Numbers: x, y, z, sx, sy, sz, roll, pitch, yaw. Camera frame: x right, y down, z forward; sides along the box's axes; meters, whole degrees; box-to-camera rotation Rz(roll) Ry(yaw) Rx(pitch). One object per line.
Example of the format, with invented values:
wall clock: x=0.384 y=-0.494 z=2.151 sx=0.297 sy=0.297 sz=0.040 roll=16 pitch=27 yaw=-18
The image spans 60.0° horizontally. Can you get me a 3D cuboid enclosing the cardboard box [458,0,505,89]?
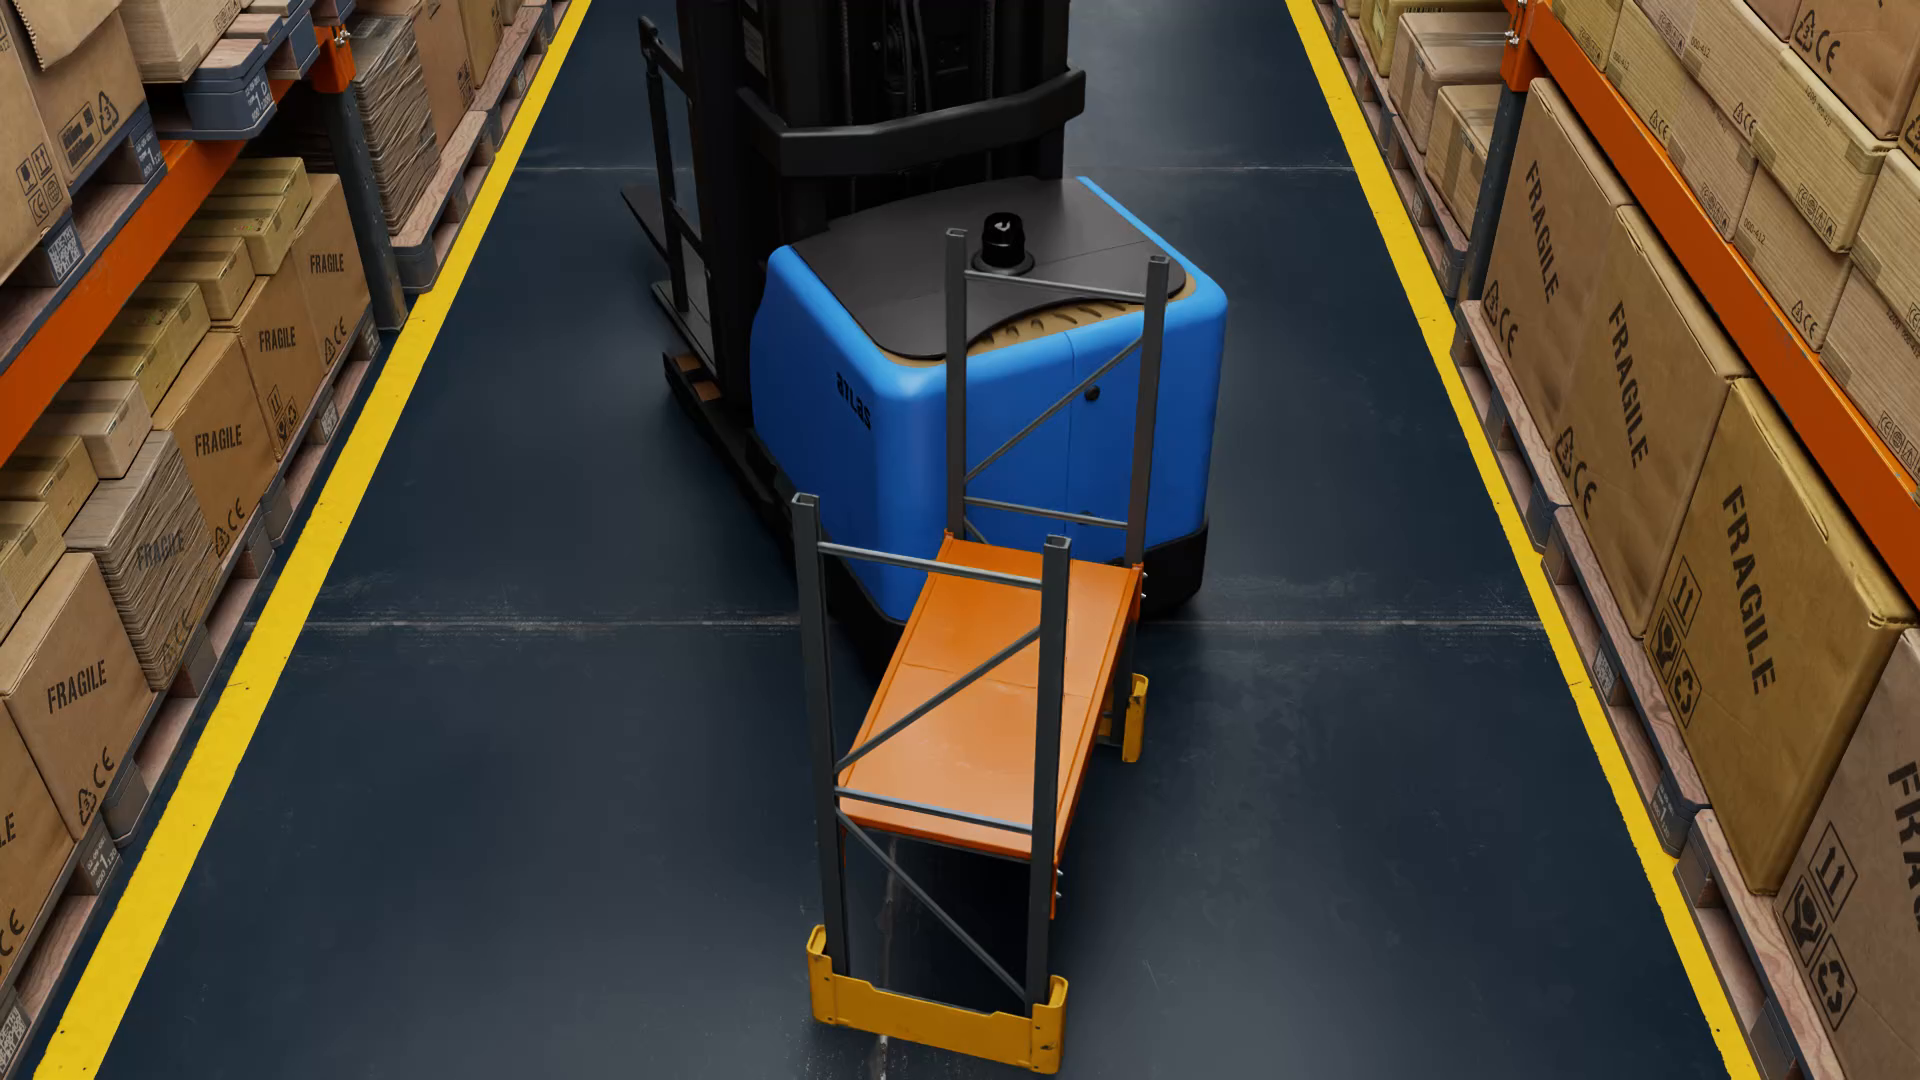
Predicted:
cardboard box: x=-2.588 y=-2.439 z=7.459 sx=0.875 sy=0.625 sz=0.625 roll=-2 pitch=39 yaw=-2

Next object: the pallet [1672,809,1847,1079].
pallet: x=2.301 y=1.119 z=3.685 sx=1.003 sy=0.211 sz=1.213 roll=0 pitch=39 yaw=0

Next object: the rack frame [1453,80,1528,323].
rack frame: x=2.373 y=-1.988 z=5.333 sx=1.000 sy=3.000 sz=0.127 roll=0 pitch=39 yaw=0

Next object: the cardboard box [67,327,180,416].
cardboard box: x=-2.394 y=-0.459 z=4.568 sx=0.380 sy=0.149 sz=0.250 roll=-1 pitch=39 yaw=-1

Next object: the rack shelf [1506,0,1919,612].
rack shelf: x=2.375 y=-0.457 z=3.997 sx=1.077 sy=0.370 sz=4.000 roll=0 pitch=39 yaw=0

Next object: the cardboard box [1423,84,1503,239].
cardboard box: x=2.382 y=-1.480 z=6.464 sx=0.950 sy=0.372 sz=0.625 roll=-2 pitch=39 yaw=-3

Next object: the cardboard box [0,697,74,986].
cardboard box: x=-2.372 y=0.695 z=3.647 sx=0.500 sy=0.500 sz=0.500 roll=-1 pitch=39 yaw=-1

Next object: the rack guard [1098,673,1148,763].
rack guard: x=0.208 y=0.436 z=4.506 sx=0.587 sy=0.250 sz=0.087 roll=10 pitch=40 yaw=12

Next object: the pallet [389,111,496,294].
pallet: x=-2.553 y=-1.409 z=6.840 sx=1.003 sy=0.211 sz=1.213 roll=0 pitch=39 yaw=0

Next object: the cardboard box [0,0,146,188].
cardboard box: x=-2.404 y=-1.166 z=3.888 sx=0.797 sy=0.503 sz=0.637 roll=-1 pitch=39 yaw=-1

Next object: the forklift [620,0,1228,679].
forklift: x=-0.385 y=-1.641 z=4.954 sx=1.130 sy=2.935 sz=3.031 roll=-17 pitch=42 yaw=-20

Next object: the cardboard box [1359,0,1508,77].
cardboard box: x=2.378 y=-2.416 z=7.632 sx=0.950 sy=0.372 sz=0.625 roll=1 pitch=39 yaw=1

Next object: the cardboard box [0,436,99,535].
cardboard box: x=-2.414 y=-0.133 z=4.161 sx=0.380 sy=0.149 sz=0.250 roll=0 pitch=39 yaw=0

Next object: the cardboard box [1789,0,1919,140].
cardboard box: x=2.121 y=-1.160 z=3.419 sx=0.500 sy=0.500 sz=0.500 roll=1 pitch=39 yaw=1

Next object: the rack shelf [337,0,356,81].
rack shelf: x=-2.593 y=-2.953 z=7.111 sx=1.077 sy=0.370 sz=4.000 roll=0 pitch=39 yaw=0

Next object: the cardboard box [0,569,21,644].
cardboard box: x=-2.387 y=0.191 z=3.757 sx=0.380 sy=0.149 sz=0.250 roll=0 pitch=39 yaw=0

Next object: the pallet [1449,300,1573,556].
pallet: x=2.298 y=-0.407 z=5.589 sx=1.003 sy=0.211 sz=1.213 roll=0 pitch=39 yaw=0

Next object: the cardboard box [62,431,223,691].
cardboard box: x=-2.363 y=0.058 z=4.442 sx=0.500 sy=0.500 sz=0.500 roll=-1 pitch=39 yaw=-2

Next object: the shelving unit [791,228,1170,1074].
shelving unit: x=0.077 y=0.249 z=3.740 sx=0.587 sy=1.500 sz=1.083 roll=10 pitch=40 yaw=12

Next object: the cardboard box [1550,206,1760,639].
cardboard box: x=2.287 y=-0.333 z=4.631 sx=0.875 sy=0.875 sz=0.875 roll=0 pitch=39 yaw=1

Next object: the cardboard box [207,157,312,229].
cardboard box: x=-2.337 y=-1.115 z=5.388 sx=0.380 sy=0.149 sz=0.250 roll=-2 pitch=39 yaw=-2

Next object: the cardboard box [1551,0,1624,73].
cardboard box: x=2.122 y=-1.624 z=4.997 sx=0.500 sy=0.250 sz=0.500 roll=-1 pitch=39 yaw=-1

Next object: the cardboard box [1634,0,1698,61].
cardboard box: x=2.126 y=-1.485 z=4.424 sx=0.500 sy=0.250 sz=0.500 roll=1 pitch=39 yaw=1

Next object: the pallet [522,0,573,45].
pallet: x=-2.556 y=-2.935 z=8.744 sx=1.003 sy=0.211 sz=1.213 roll=0 pitch=39 yaw=0

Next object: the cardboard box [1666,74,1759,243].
cardboard box: x=2.135 y=-0.975 z=4.187 sx=0.500 sy=0.250 sz=0.500 roll=1 pitch=39 yaw=1

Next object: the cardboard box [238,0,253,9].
cardboard box: x=-2.207 y=-1.638 z=4.760 sx=0.380 sy=0.149 sz=0.250 roll=1 pitch=39 yaw=1

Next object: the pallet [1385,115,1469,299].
pallet: x=2.373 y=-1.389 z=6.814 sx=1.003 sy=0.211 sz=1.213 roll=0 pitch=39 yaw=0

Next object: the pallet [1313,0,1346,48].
pallet: x=2.370 y=-2.915 z=8.718 sx=1.003 sy=0.211 sz=1.213 roll=0 pitch=39 yaw=0

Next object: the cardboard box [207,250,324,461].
cardboard box: x=-2.385 y=-0.594 z=5.255 sx=0.500 sy=0.500 sz=0.500 roll=-1 pitch=39 yaw=-1

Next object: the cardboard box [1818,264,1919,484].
cardboard box: x=2.144 y=-0.343 z=3.399 sx=0.500 sy=0.250 sz=0.500 roll=-1 pitch=39 yaw=-1

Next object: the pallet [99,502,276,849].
pallet: x=-2.629 y=0.334 z=4.665 sx=1.003 sy=0.211 sz=1.213 roll=0 pitch=39 yaw=0

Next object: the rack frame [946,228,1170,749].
rack frame: x=0.213 y=-0.064 z=4.130 sx=0.500 sy=1.500 sz=0.032 roll=10 pitch=40 yaw=12

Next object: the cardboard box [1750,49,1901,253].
cardboard box: x=2.101 y=-0.856 z=3.639 sx=0.500 sy=0.250 sz=0.500 roll=1 pitch=39 yaw=1

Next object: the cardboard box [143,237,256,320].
cardboard box: x=-2.350 y=-0.780 z=4.969 sx=0.380 sy=0.149 sz=0.250 roll=-1 pitch=39 yaw=-2

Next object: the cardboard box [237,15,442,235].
cardboard box: x=-2.578 y=-1.610 z=6.423 sx=0.875 sy=0.625 sz=0.625 roll=1 pitch=39 yaw=1

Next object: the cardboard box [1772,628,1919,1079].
cardboard box: x=2.297 y=0.791 z=3.228 sx=0.875 sy=0.875 sz=0.875 roll=1 pitch=39 yaw=1
